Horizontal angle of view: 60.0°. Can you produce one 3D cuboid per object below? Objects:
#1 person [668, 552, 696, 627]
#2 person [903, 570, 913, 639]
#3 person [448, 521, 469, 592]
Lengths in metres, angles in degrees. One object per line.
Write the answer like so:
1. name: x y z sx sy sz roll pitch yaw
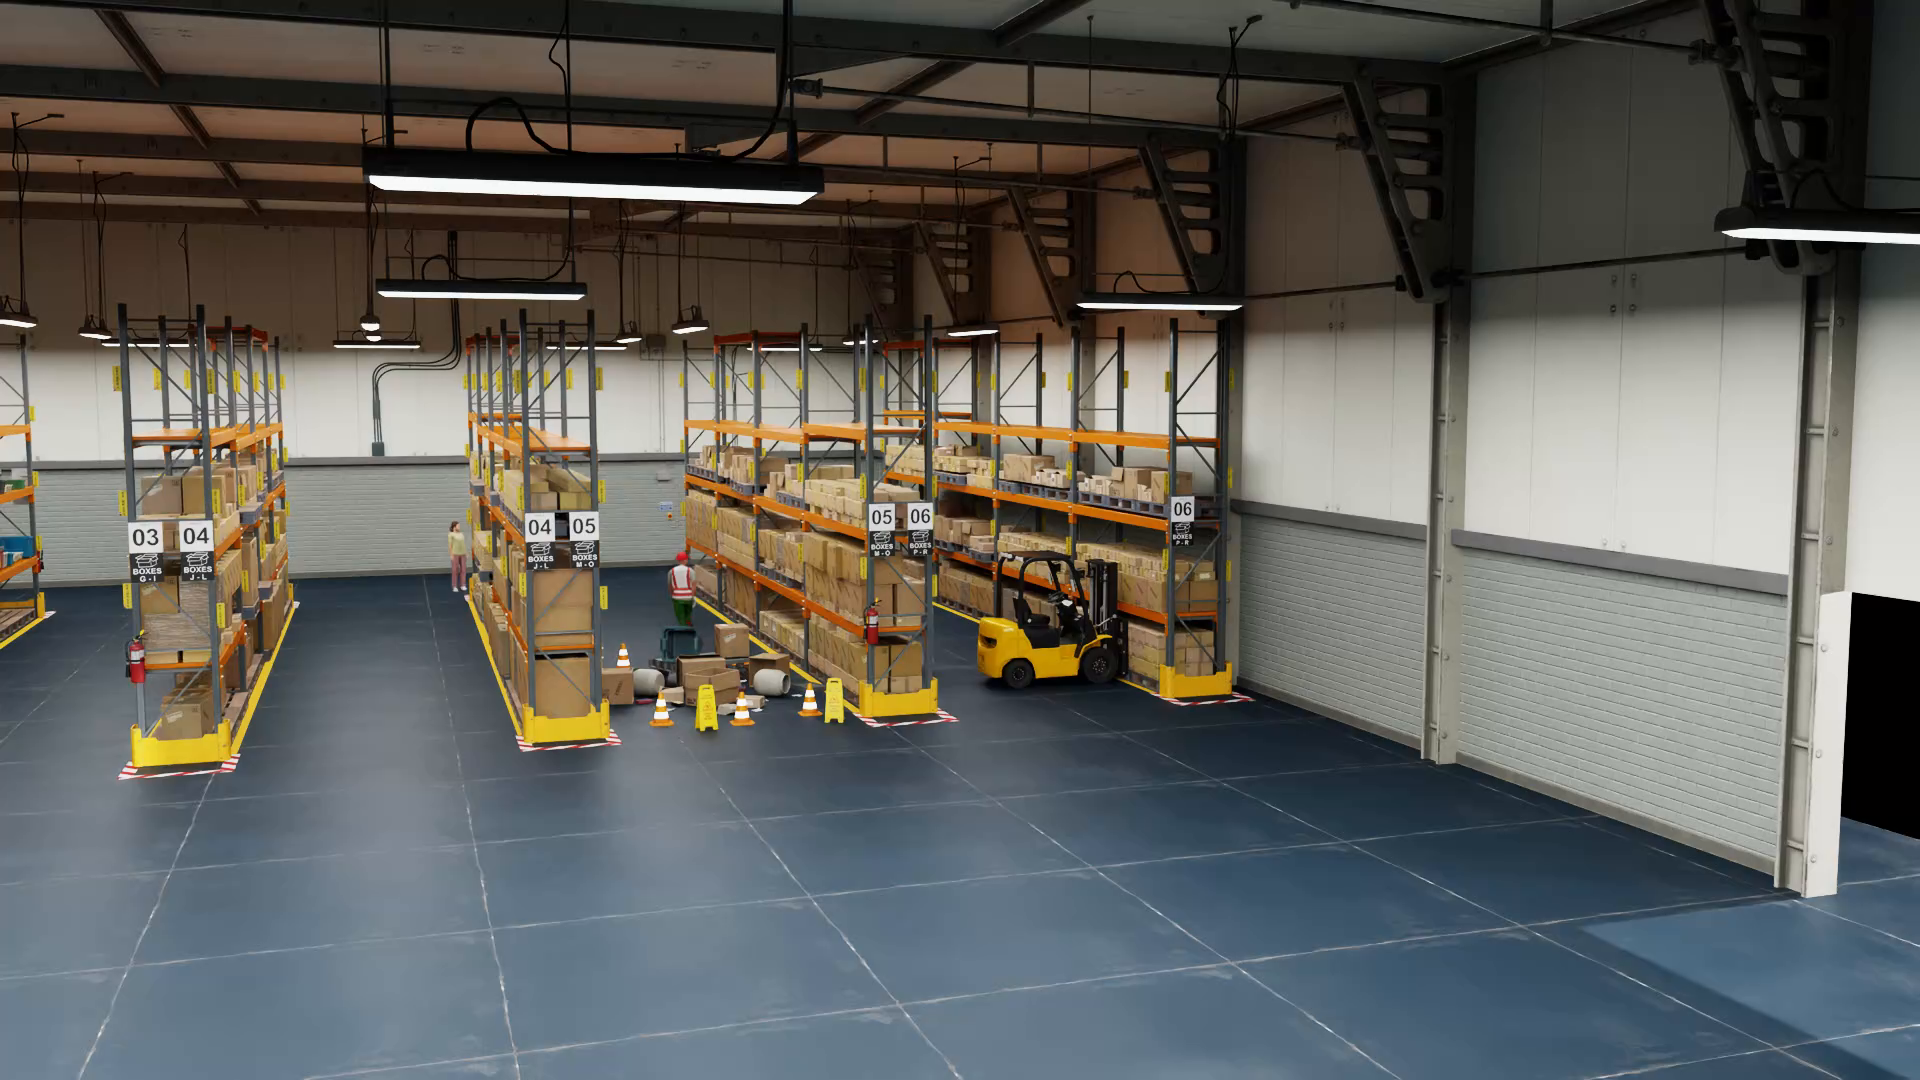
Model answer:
1. person: -5.251 1.130 31.409 0.494 1.822 0.594 -3 6 -30
2. person: -0.984 1.368 30.050 0.438 1.579 0.495 -1 6 -15
3. person: -12.063 0.378 40.062 0.488 1.688 0.484 -5 7 -41
